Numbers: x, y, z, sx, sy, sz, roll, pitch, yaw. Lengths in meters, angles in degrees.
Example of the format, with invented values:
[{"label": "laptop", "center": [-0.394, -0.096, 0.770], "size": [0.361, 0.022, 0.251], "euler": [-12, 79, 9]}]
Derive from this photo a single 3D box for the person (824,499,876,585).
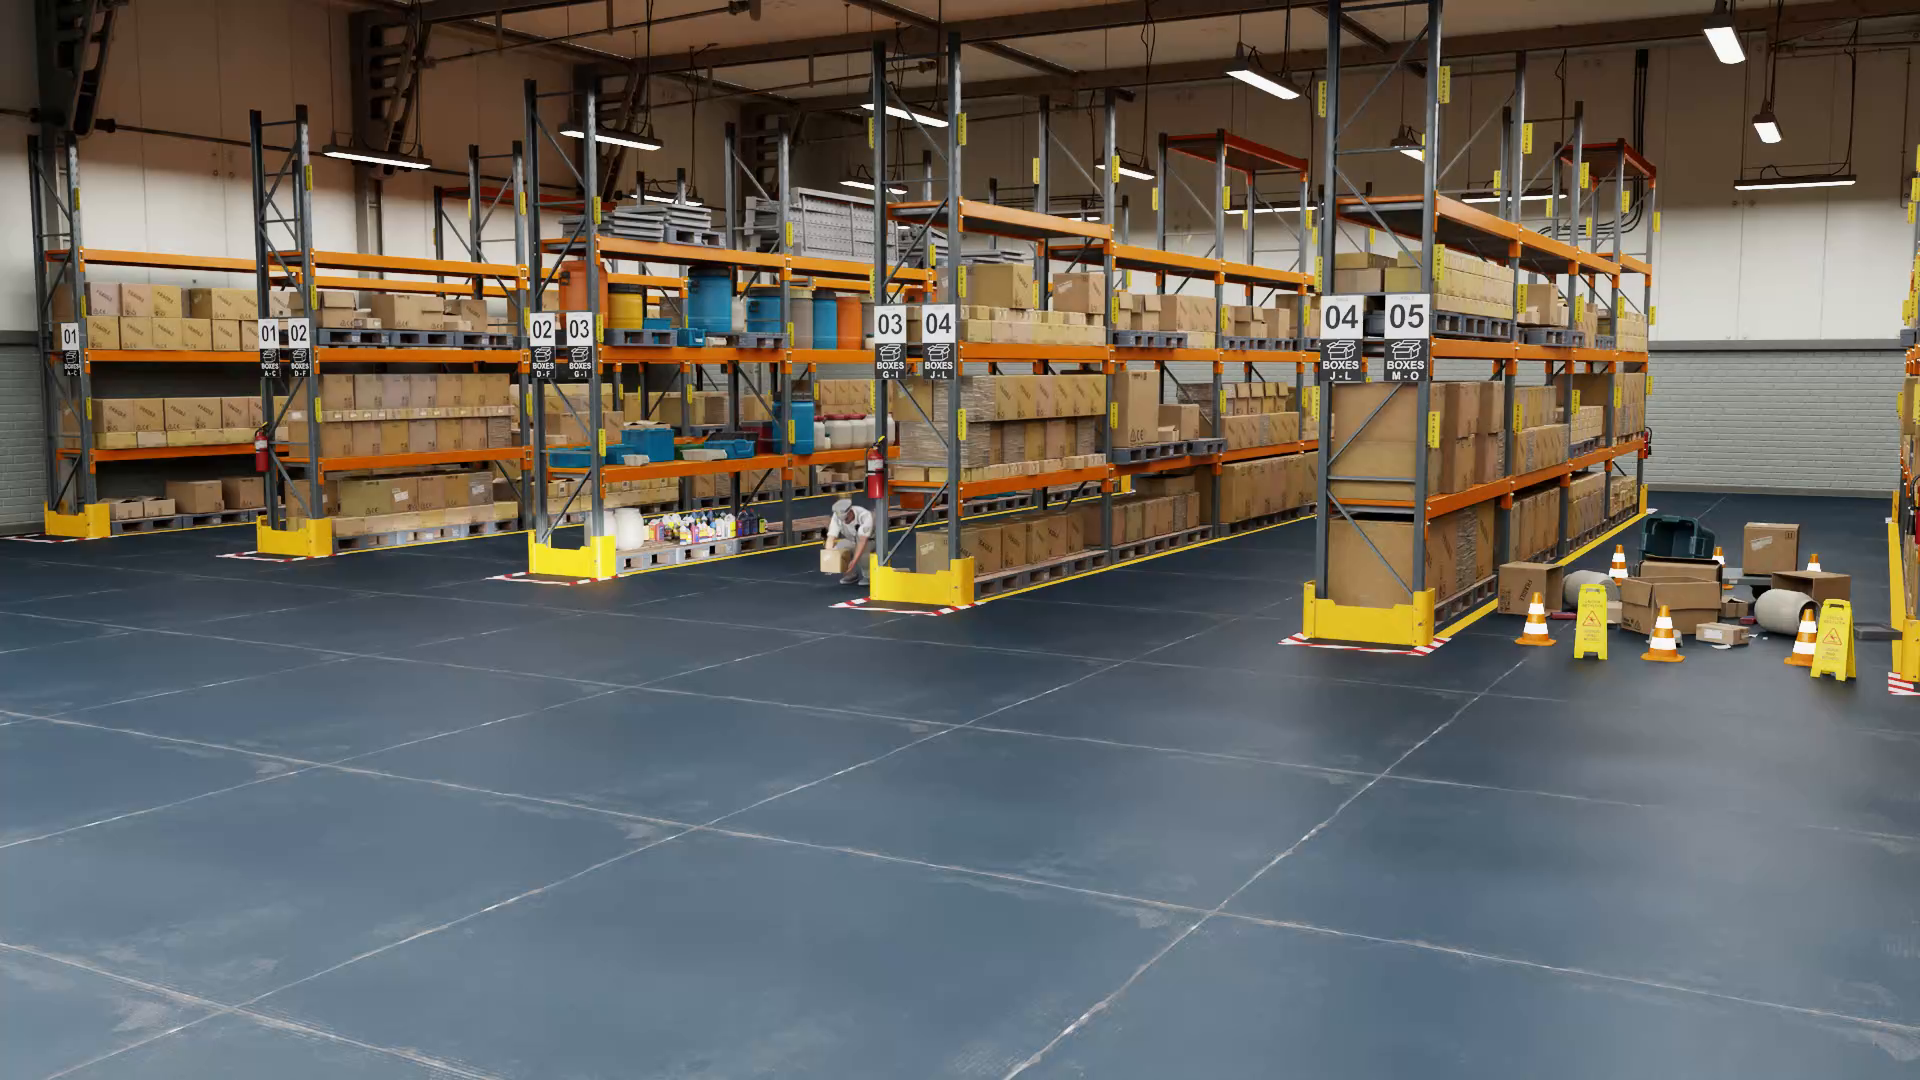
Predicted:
[{"label": "person", "center": [-1.222, 0.013, 19.482], "size": [0.565, 1.038, 0.916], "euler": [3, 7, 28]}]
